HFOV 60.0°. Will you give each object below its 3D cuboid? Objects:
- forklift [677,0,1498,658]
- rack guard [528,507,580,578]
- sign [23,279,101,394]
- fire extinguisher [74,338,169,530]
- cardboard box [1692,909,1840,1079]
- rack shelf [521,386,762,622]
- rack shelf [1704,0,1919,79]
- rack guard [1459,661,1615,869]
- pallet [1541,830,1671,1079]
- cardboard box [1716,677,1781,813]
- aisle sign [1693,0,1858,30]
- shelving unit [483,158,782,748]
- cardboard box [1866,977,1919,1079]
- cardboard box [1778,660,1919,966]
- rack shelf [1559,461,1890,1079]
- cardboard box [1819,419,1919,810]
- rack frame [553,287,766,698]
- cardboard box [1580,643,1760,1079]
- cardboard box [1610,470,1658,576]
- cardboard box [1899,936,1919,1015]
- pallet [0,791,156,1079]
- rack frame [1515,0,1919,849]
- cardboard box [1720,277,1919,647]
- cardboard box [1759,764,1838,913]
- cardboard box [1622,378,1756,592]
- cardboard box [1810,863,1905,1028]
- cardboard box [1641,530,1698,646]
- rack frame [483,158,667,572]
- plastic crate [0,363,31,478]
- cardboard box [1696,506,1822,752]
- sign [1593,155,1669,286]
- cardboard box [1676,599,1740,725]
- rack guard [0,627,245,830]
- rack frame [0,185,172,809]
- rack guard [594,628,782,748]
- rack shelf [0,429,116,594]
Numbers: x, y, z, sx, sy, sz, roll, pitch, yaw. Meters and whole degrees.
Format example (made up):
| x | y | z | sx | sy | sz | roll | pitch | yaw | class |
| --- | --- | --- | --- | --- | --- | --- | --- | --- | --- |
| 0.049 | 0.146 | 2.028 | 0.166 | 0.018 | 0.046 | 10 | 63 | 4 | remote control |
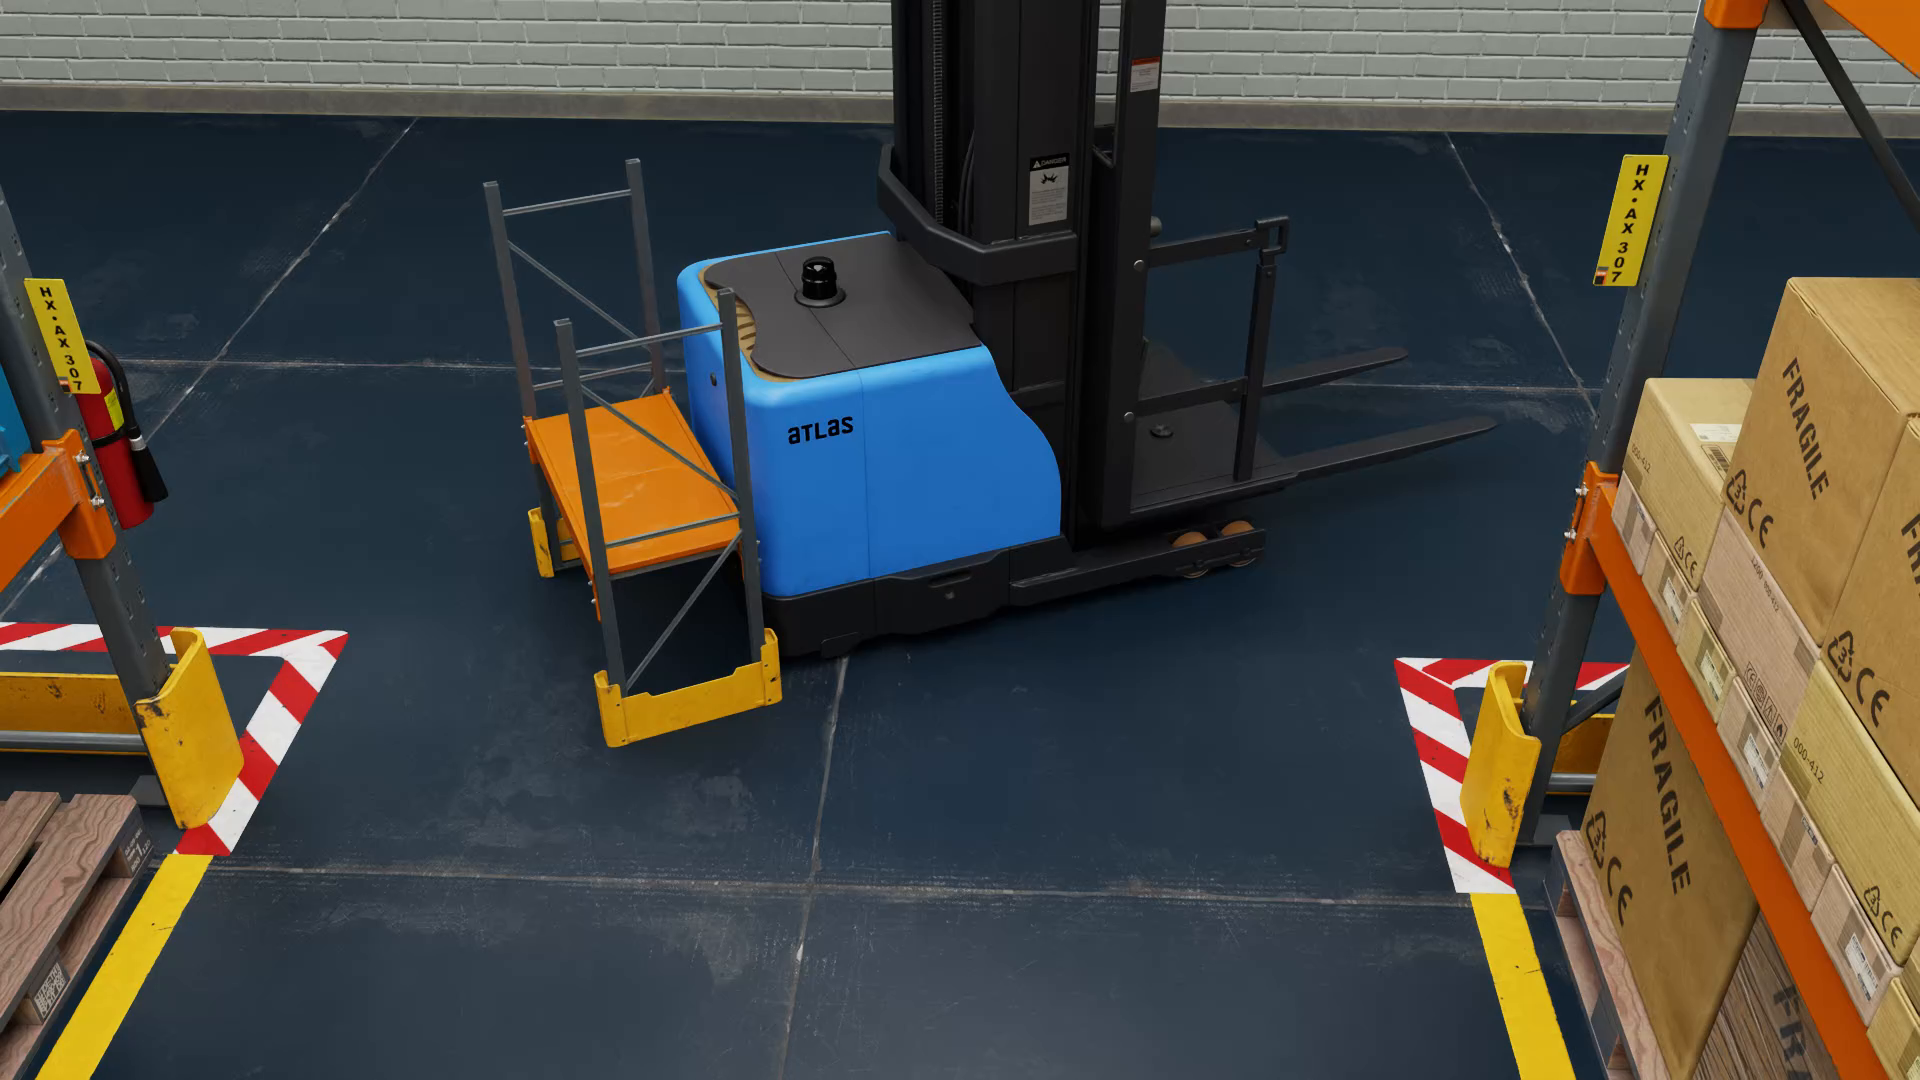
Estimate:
| x | y | z | sx | sy | sz | roll | pitch | yaw | class |
| --- | --- | --- | --- | --- | --- | --- | --- | --- | --- |
| 0.579 | -1.330 | 5.593 | 3.031 | 2.935 | 1.130 | -13 | 37 | -17 | forklift |
| -1.267 | -0.050 | 6.103 | 0.587 | 0.250 | 0.087 | -14 | 38 | -19 | rack guard |
| -2.283 | -0.516 | 4.233 | 0.100 | 0.325 | 0.005 | 1 | 35 | 2 | sign |
| -2.374 | -0.344 | 4.523 | 0.296 | 0.674 | 0.183 | 1 | 35 | 2 | fire extinguisher |
| 2.133 | 1.252 | 3.343 | 0.875 | 0.875 | 0.875 | 1 | 35 | 2 | cardboard box |
| -1.064 | -0.147 | 5.467 | 0.538 | 0.185 | 1.000 | -14 | 38 | -19 | rack shelf |
| 2.035 | -0.122 | 1.832 | 1.077 | 0.370 | 4.000 | 1 | 35 | 2 | rack shelf |
| 2.116 | 0.671 | 4.861 | 1.175 | 0.500 | 0.348 | 1 | 35 | 2 | rack guard |
| 2.161 | 1.264 | 4.268 | 1.003 | 0.211 | 1.213 | 1 | 35 | 2 | pallet |
| 1.743 | 0.406 | 3.283 | 0.380 | 0.149 | 0.250 | 1 | 35 | 1 | cardboard box |
| 1.818 | -1.450 | 3.443 | 0.394 | 0.787 | 0.004 | 1 | 35 | 2 | aisle sign |
| -1.068 | -0.299 | 5.370 | 0.587 | 1.500 | 1.083 | -14 | 38 | -19 | shelving unit |
| 1.711 | 0.845 | 2.658 | 0.380 | 0.149 | 0.250 | 0 | 35 | 1 | cardboard box |
| 1.788 | 0.459 | 2.861 | 0.500 | 0.250 | 0.500 | 0 | 35 | 0 | cardboard box |
| 2.035 | 1.105 | 2.694 | 1.077 | 0.370 | 4.000 | 1 | 35 | 2 | rack shelf |
| 1.791 | 0.149 | 2.648 | 0.500 | 0.500 | 0.500 | 0 | 35 | 1 | cardboard box |
| -0.860 | -0.026 | 4.983 | 0.500 | 1.500 | 0.032 | -14 | 38 | -19 | rack frame |
| 2.169 | 0.729 | 4.087 | 0.875 | 0.875 | 0.875 | 1 | 35 | 2 | cardboard box |
| 1.771 | -0.039 | 3.915 | 0.380 | 0.149 | 0.250 | 2 | 35 | 2 | cardboard box |
| 1.772 | 0.758 | 2.434 | 0.500 | 0.250 | 0.500 | 1 | 35 | 1 | cardboard box |
| -2.906 | 1.161 | 4.414 | 1.003 | 0.211 | 1.213 | 1 | 35 | 2 | pallet |
| 2.115 | -0.338 | 4.122 | 1.000 | 3.000 | 0.127 | 1 | 35 | 2 | rack frame |
| 1.806 | -0.148 | 3.072 | 0.500 | 0.500 | 0.500 | 1 | 35 | 1 | cardboard box |
| 1.732 | 0.552 | 3.075 | 0.380 | 0.149 | 0.250 | 1 | 35 | 1 | cardboard box |
| 1.826 | -0.129 | 3.696 | 0.500 | 0.250 | 0.500 | 0 | 35 | 1 | cardboard box |
| 1.722 | 0.700 | 2.864 | 0.380 | 0.149 | 0.250 | 1 | 35 | 1 | cardboard box |
| 1.762 | 0.109 | 3.705 | 0.380 | 0.149 | 0.250 | 1 | 35 | 1 | cardboard box |
| -1.269 | -0.562 | 5.744 | 0.500 | 1.500 | 0.032 | -14 | 38 | -19 | rack frame |
| -2.661 | -0.295 | 3.978 | 0.616 | 0.435 | 0.499 | 1 | 35 | 2 | plastic crate |
| 1.812 | 0.170 | 3.271 | 0.500 | 0.250 | 0.500 | 1 | 35 | 1 | cardboard box |
| 1.561 | -0.741 | 3.874 | 0.100 | 0.325 | 0.005 | 1 | 35 | 2 | sign |
| 1.752 | 0.256 | 3.496 | 0.380 | 0.149 | 0.250 | 1 | 35 | 1 | cardboard box |
| -2.846 | 0.556 | 5.024 | 1.175 | 0.500 | 0.348 | 1 | 35 | 2 | rack guard |
| -2.834 | -0.452 | 4.285 | 1.000 | 3.000 | 0.127 | 1 | 35 | 2 | rack frame |
| -0.867 | 0.475 | 5.357 | 0.587 | 0.250 | 0.087 | -14 | 38 | -19 | rack guard |
| -2.914 | 0.991 | 2.857 | 1.077 | 0.370 | 4.000 | 1 | 35 | 2 | rack shelf |
